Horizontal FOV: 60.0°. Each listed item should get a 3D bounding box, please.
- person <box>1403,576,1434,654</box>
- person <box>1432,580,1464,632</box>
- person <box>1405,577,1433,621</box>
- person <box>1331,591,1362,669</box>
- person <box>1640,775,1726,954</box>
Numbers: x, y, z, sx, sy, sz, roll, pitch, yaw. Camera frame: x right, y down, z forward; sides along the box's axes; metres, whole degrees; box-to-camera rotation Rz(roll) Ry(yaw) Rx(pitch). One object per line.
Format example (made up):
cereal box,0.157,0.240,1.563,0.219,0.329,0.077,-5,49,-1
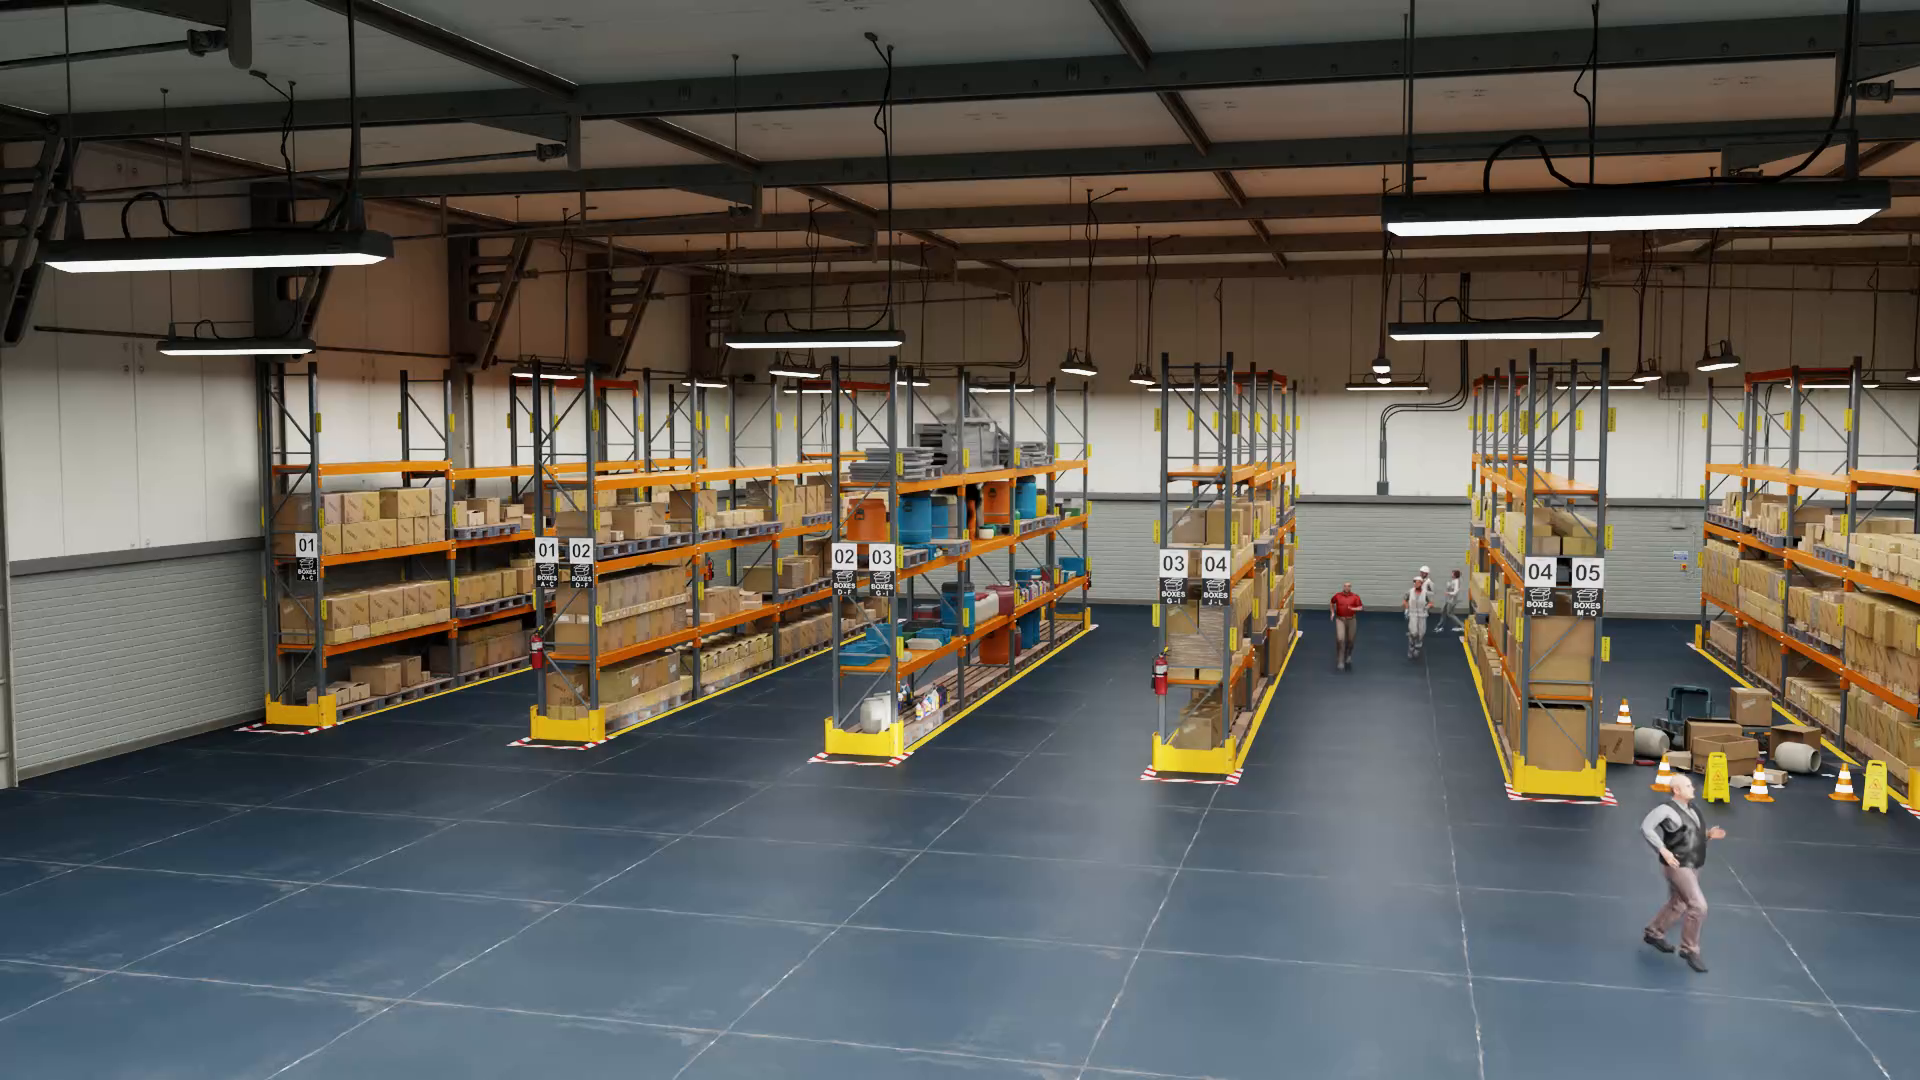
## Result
person,9.692,1.608,35.158,0.625,1.693,0.573,1,4,15
person,11.607,1.566,39.451,0.707,1.344,0.659,1,4,11
person,10.748,1.514,38.886,0.487,1.418,0.587,-3,5,-40
person,7.940,1.835,34.175,0.616,1.578,0.854,1,4,10
person,6.681,2.981,15.387,0.635,1.618,0.731,-4,6,-43
